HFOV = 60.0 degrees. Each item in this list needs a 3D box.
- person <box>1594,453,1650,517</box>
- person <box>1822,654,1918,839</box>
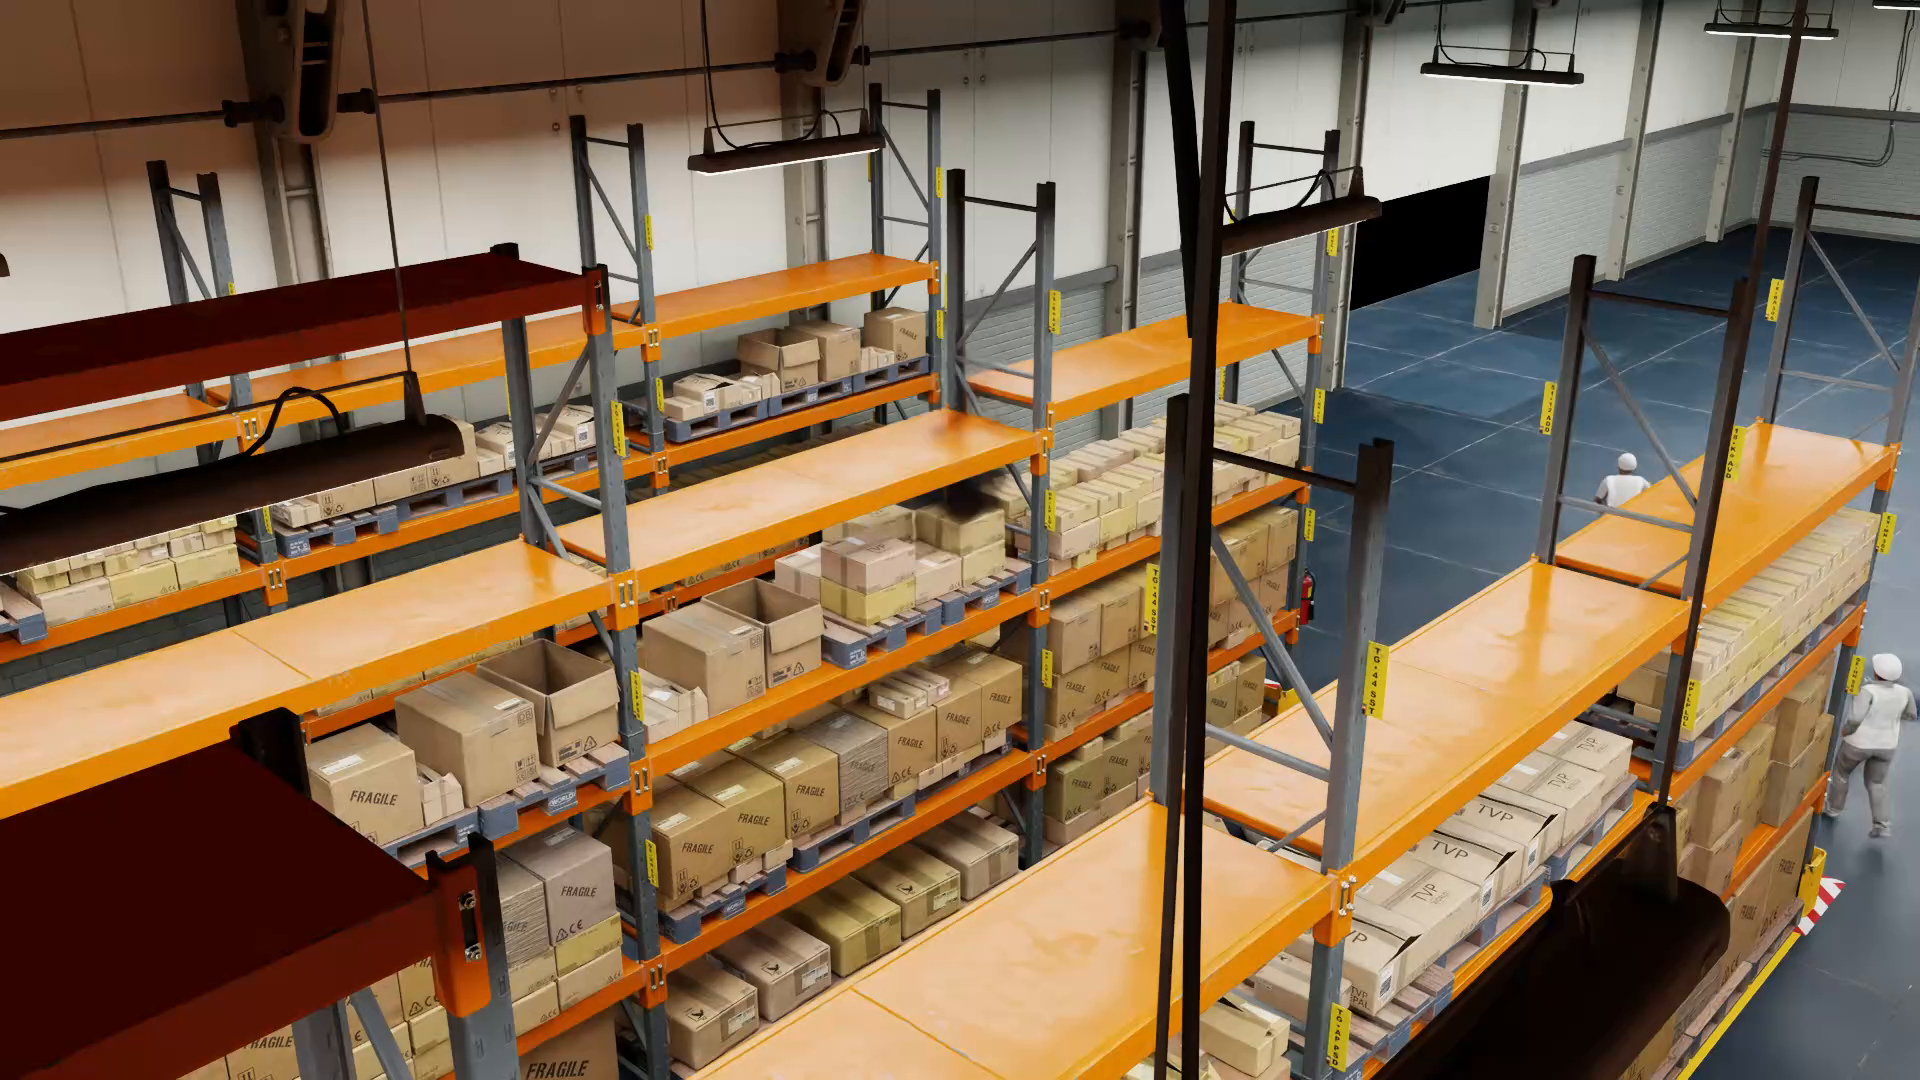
[{"bbox_3d":[7.962,-0.231,20.172,0.657,1.749,0.631,0,21,1],"label":"person"},{"bbox_3d":[8.130,1.816,14.855,0.666,1.791,0.854,2,21,4],"label":"person"}]
